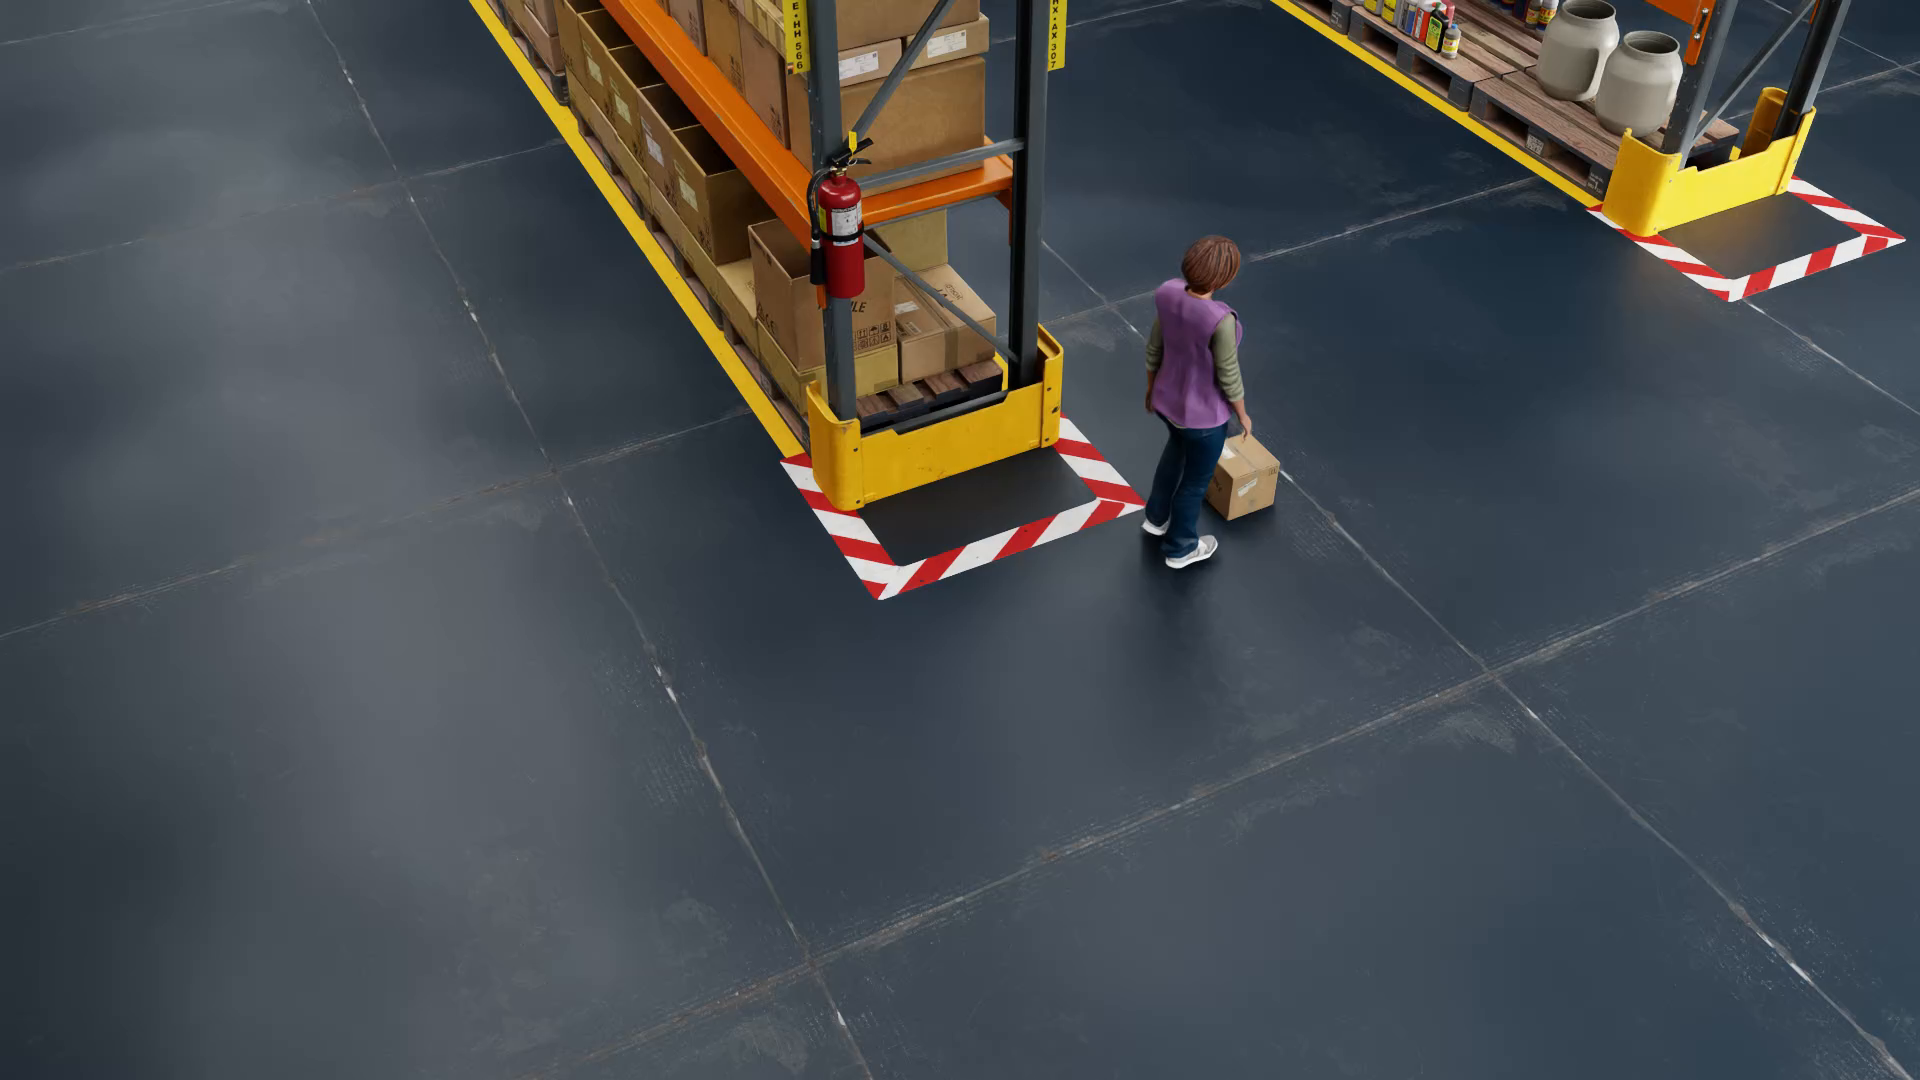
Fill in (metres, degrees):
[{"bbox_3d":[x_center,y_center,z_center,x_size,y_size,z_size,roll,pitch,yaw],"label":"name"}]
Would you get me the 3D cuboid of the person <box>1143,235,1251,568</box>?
[{"bbox_3d":[0.946,-0.523,6.755,0.335,1.648,0.459,-27,48,-27],"label":"person"}]
